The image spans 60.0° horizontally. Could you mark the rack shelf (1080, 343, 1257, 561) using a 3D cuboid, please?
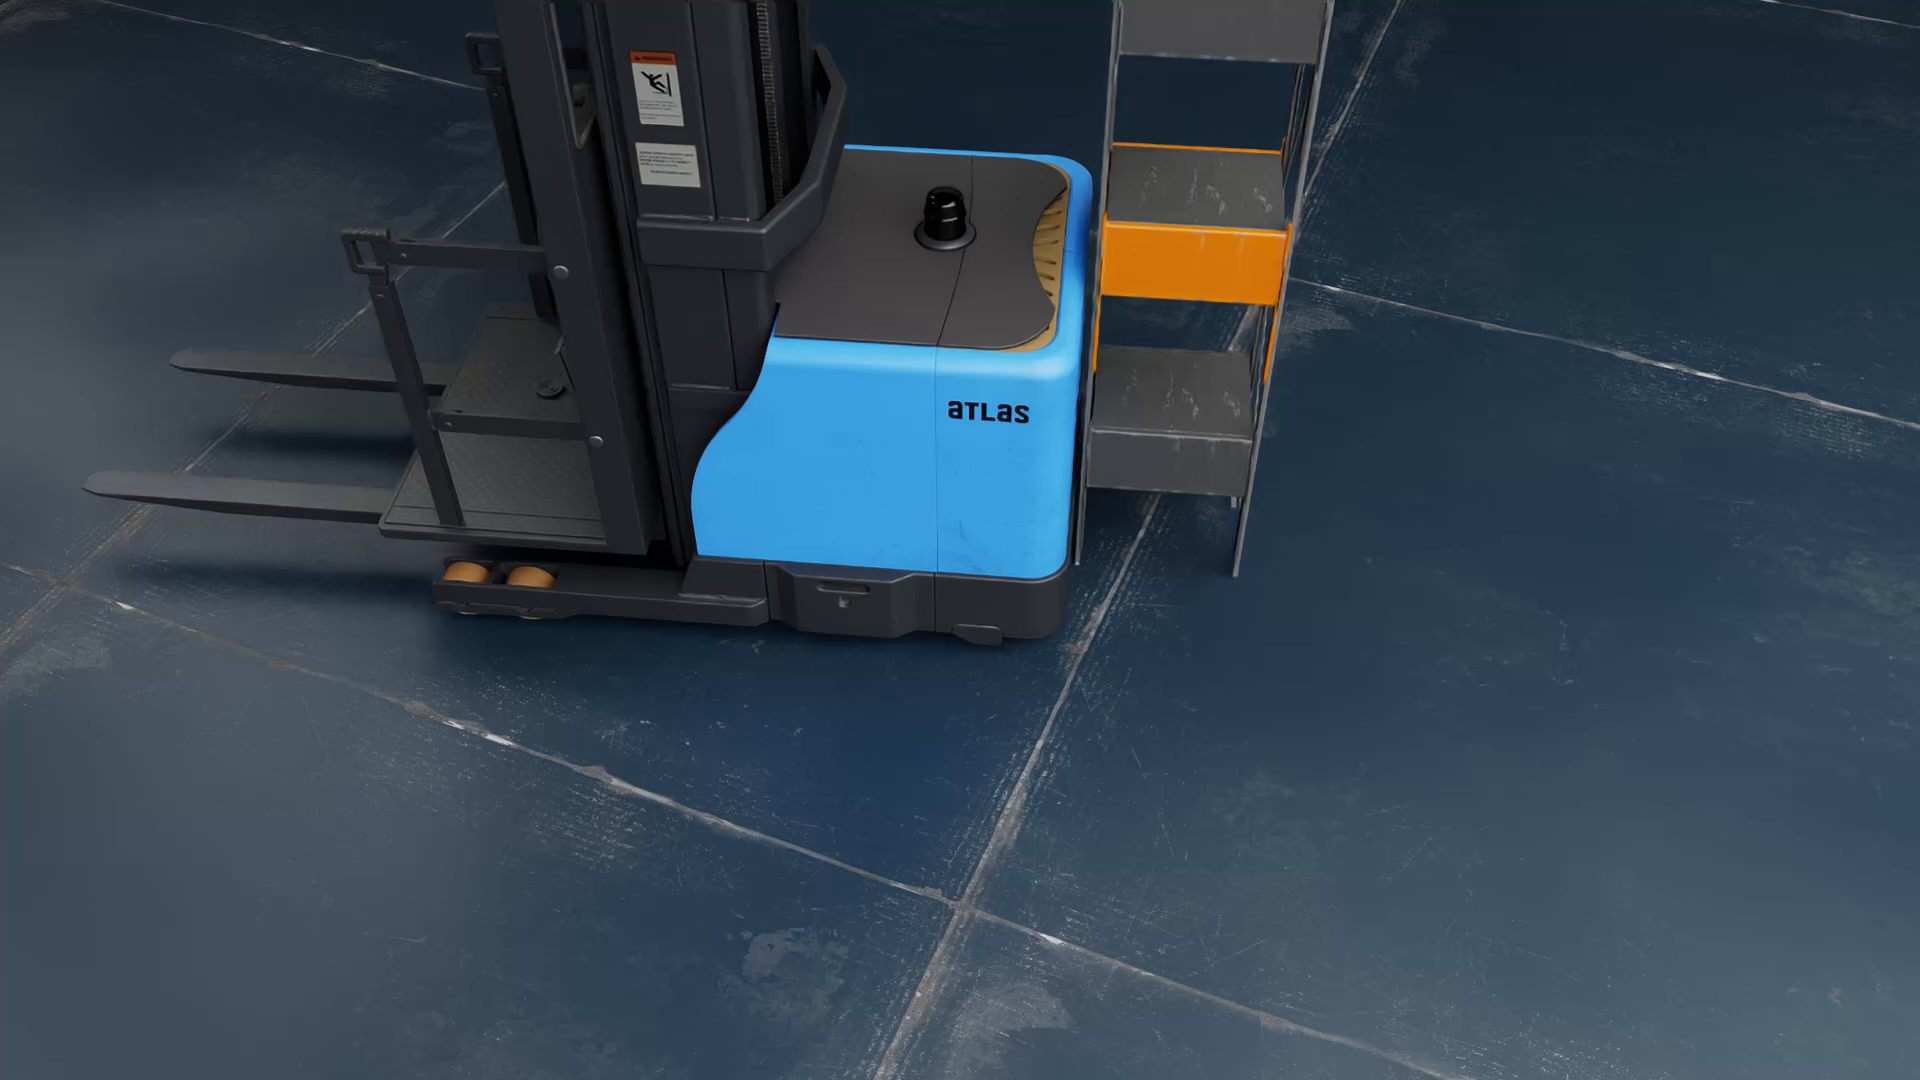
[{"bbox_3d":[0.626,-0.280,5.055,0.480,0.518,0.431,4,45,4],"label":"rack shelf"}]

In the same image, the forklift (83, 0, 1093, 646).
[{"bbox_3d":[-1.151,-1.166,4.344,3.031,2.935,1.130,4,45,4],"label":"forklift"}]

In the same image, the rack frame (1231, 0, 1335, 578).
[{"bbox_3d":[0.869,-0.769,4.534,0.015,2.100,0.400,4,45,4],"label":"rack frame"}]

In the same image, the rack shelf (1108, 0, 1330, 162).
[{"bbox_3d":[0.626,-1.273,4.068,0.480,0.518,0.431,4,45,4],"label":"rack shelf"}]

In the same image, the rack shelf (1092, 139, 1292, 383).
[{"bbox_3d":[0.626,-0.777,4.561,0.480,0.518,0.431,4,45,4],"label":"rack shelf"}]

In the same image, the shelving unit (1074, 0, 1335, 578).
[{"bbox_3d":[0.626,-0.786,4.552,0.503,2.100,0.431,4,45,4],"label":"shelving unit"}]

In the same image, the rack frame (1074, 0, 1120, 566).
[{"bbox_3d":[0.383,-0.804,4.569,0.015,2.100,0.400,4,45,4],"label":"rack frame"}]
